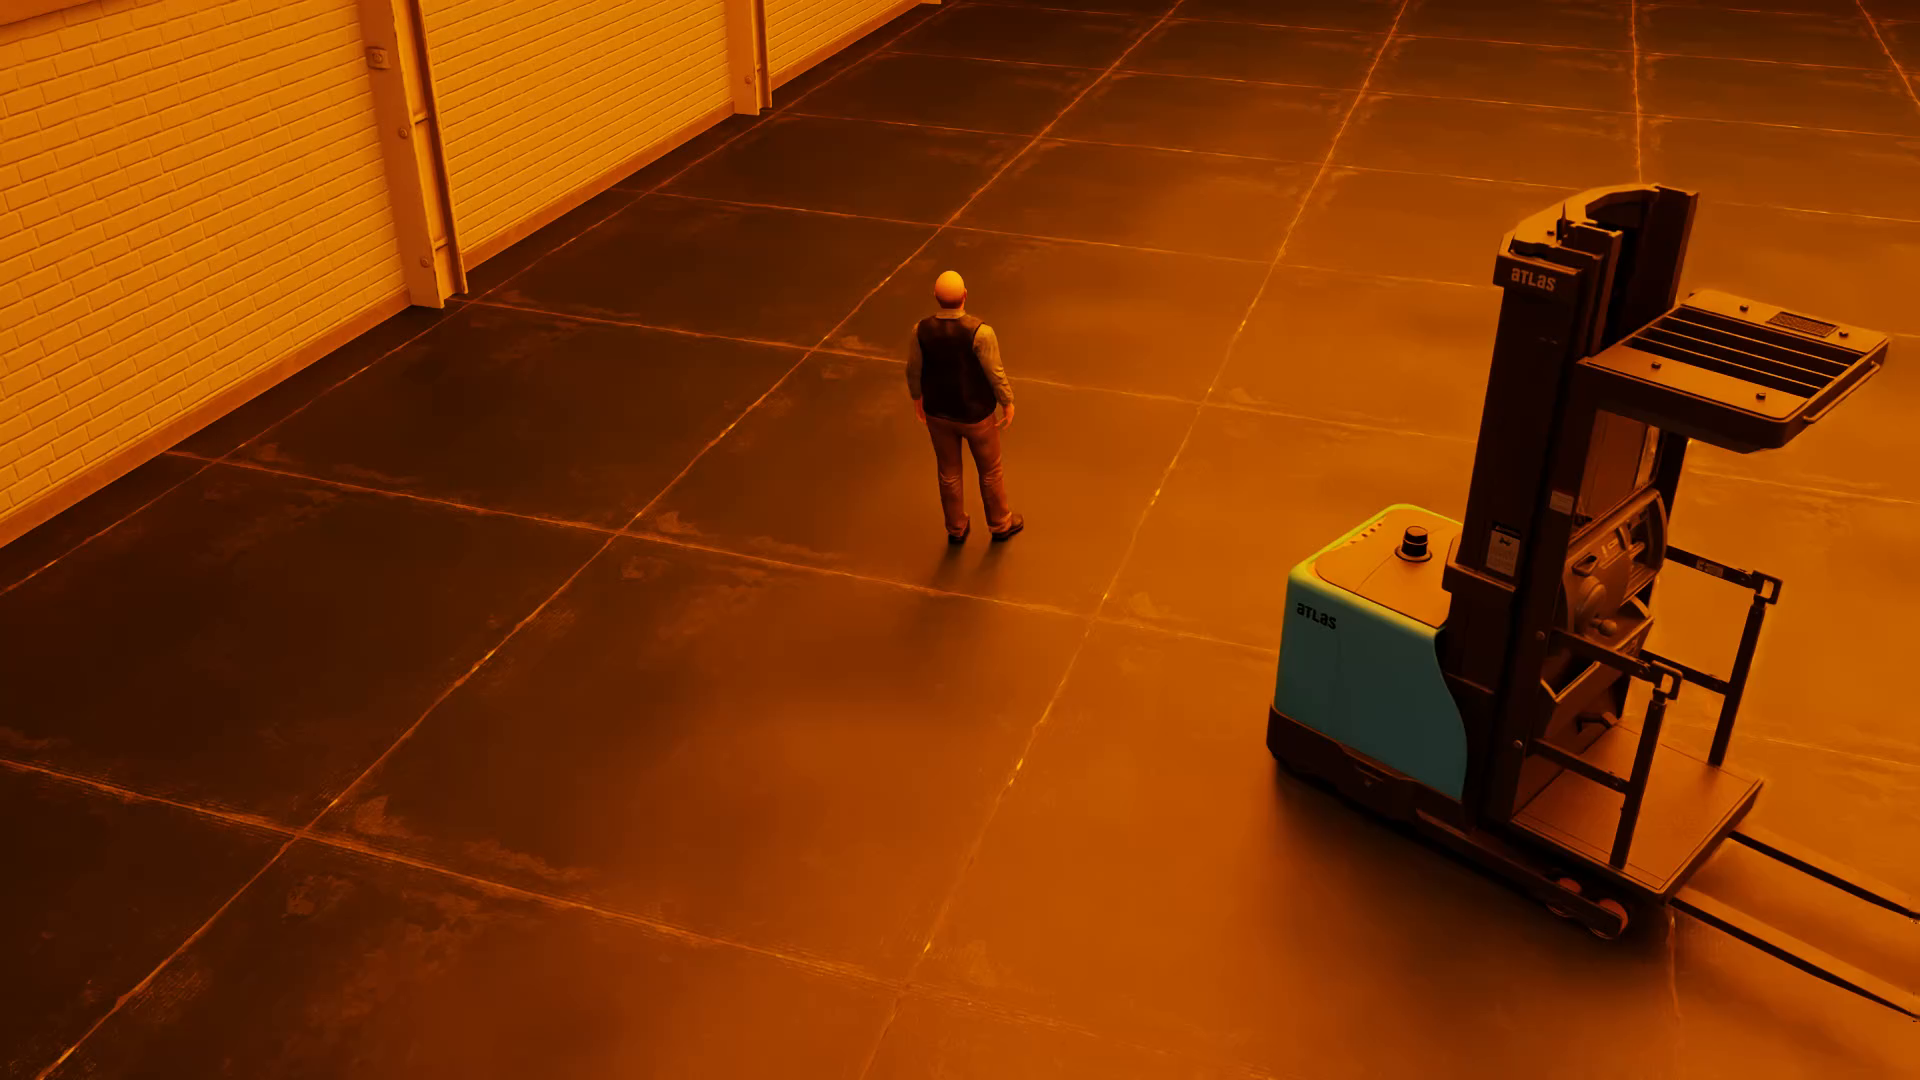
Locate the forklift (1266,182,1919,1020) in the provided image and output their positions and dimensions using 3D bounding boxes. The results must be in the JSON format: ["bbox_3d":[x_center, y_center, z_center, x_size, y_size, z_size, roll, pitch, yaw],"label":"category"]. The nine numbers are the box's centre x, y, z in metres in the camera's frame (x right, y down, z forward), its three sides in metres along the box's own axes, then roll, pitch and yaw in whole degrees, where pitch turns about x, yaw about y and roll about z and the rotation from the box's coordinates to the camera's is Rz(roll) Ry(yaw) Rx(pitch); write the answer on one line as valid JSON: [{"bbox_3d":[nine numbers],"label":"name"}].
[{"bbox_3d":[2.912,0.137,6.896,3.031,2.935,1.130,26,39,37],"label":"forklift"}]

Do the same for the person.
[{"bbox_3d":[0.028,-0.782,9.715,0.632,1.720,0.568,10,31,16],"label":"person"}]
